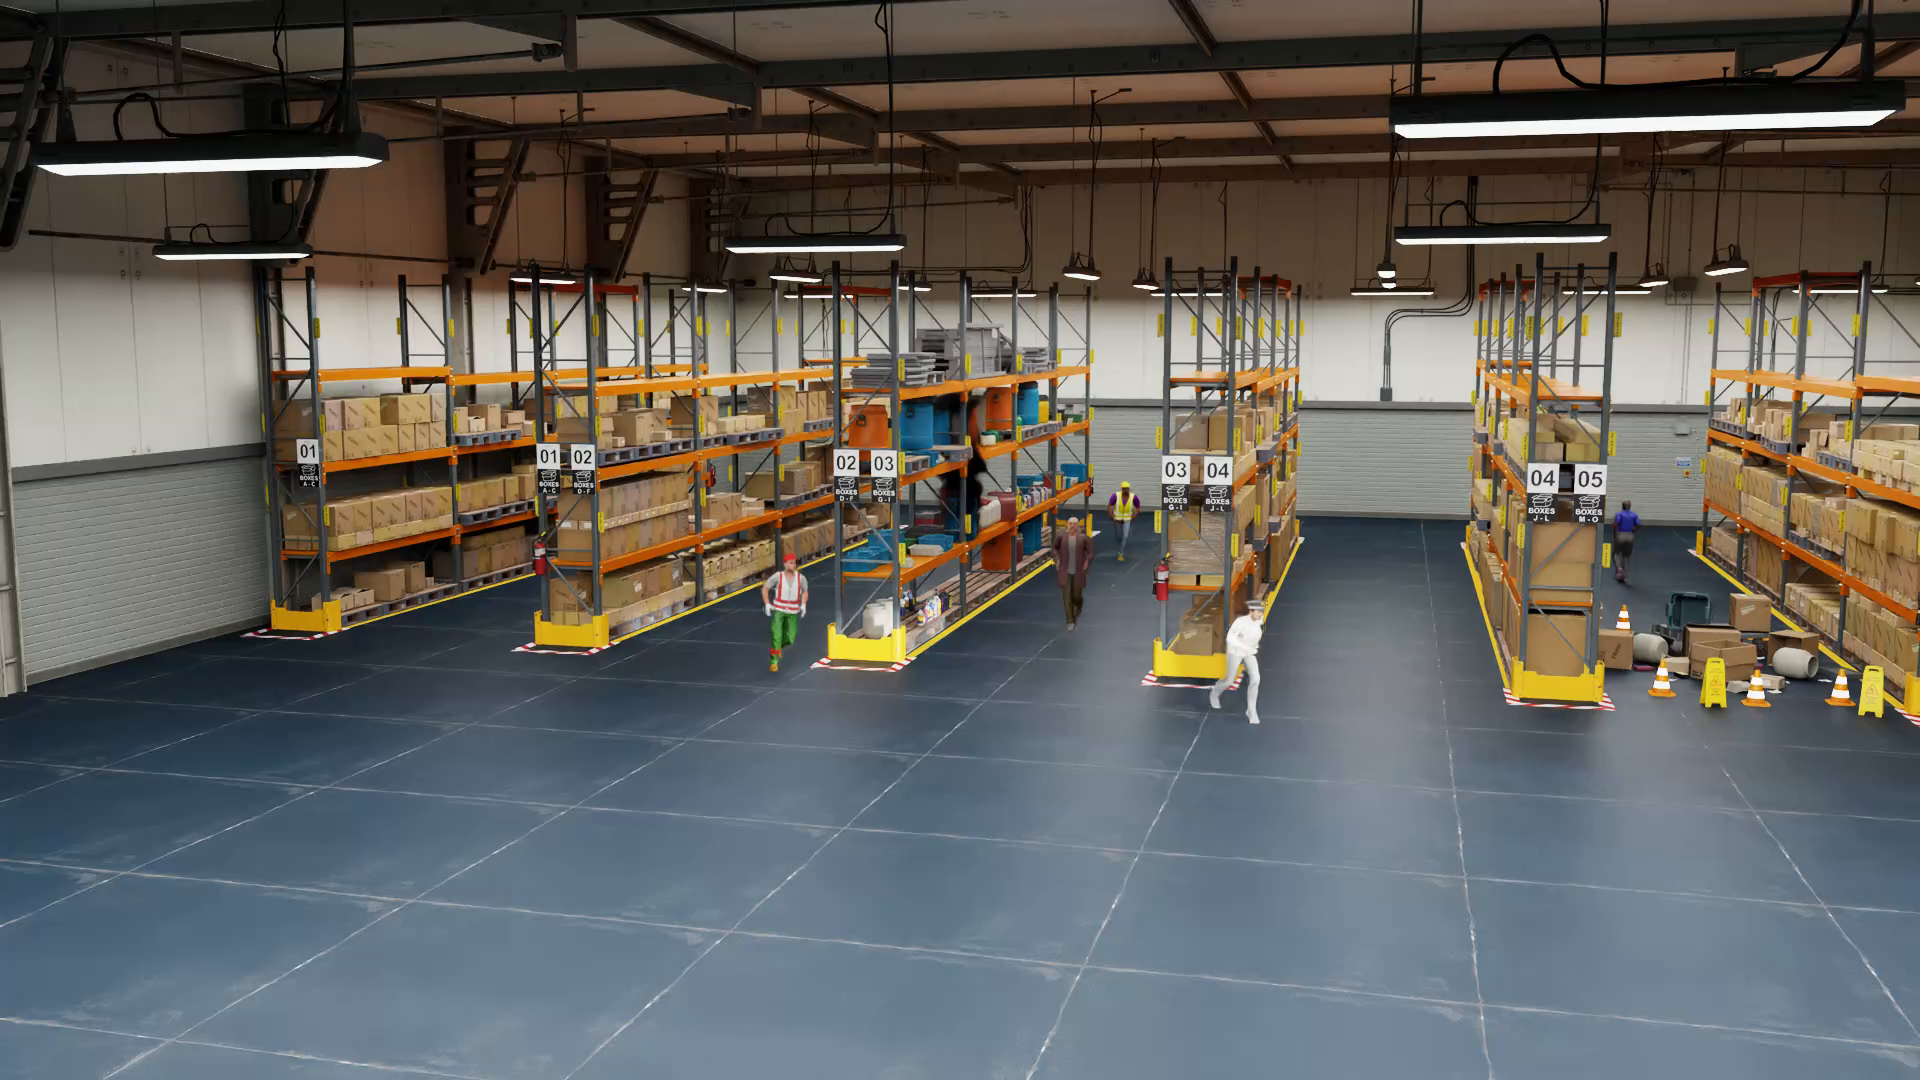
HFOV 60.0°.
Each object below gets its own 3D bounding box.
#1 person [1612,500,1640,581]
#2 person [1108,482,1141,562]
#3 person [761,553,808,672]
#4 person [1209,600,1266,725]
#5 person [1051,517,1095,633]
[{"bbox_3d":[13.230,-0.004,33.148,0.575,1.617,0.561,1,7,4],"label":"person"},{"bbox_3d":[3.576,-0.423,36.251,0.712,1.743,0.877,1,7,10],"label":"person"},{"bbox_3d":[-2.575,1.054,24.558,0.705,1.716,0.573,-2,8,-17],"label":"person"},{"bbox_3d":[3.581,1.515,21.476,0.657,1.600,0.965,-5,9,-33],"label":"person"},{"bbox_3d":[1.773,0.522,26.293,0.711,1.779,0.880,1,7,8],"label":"person"}]
